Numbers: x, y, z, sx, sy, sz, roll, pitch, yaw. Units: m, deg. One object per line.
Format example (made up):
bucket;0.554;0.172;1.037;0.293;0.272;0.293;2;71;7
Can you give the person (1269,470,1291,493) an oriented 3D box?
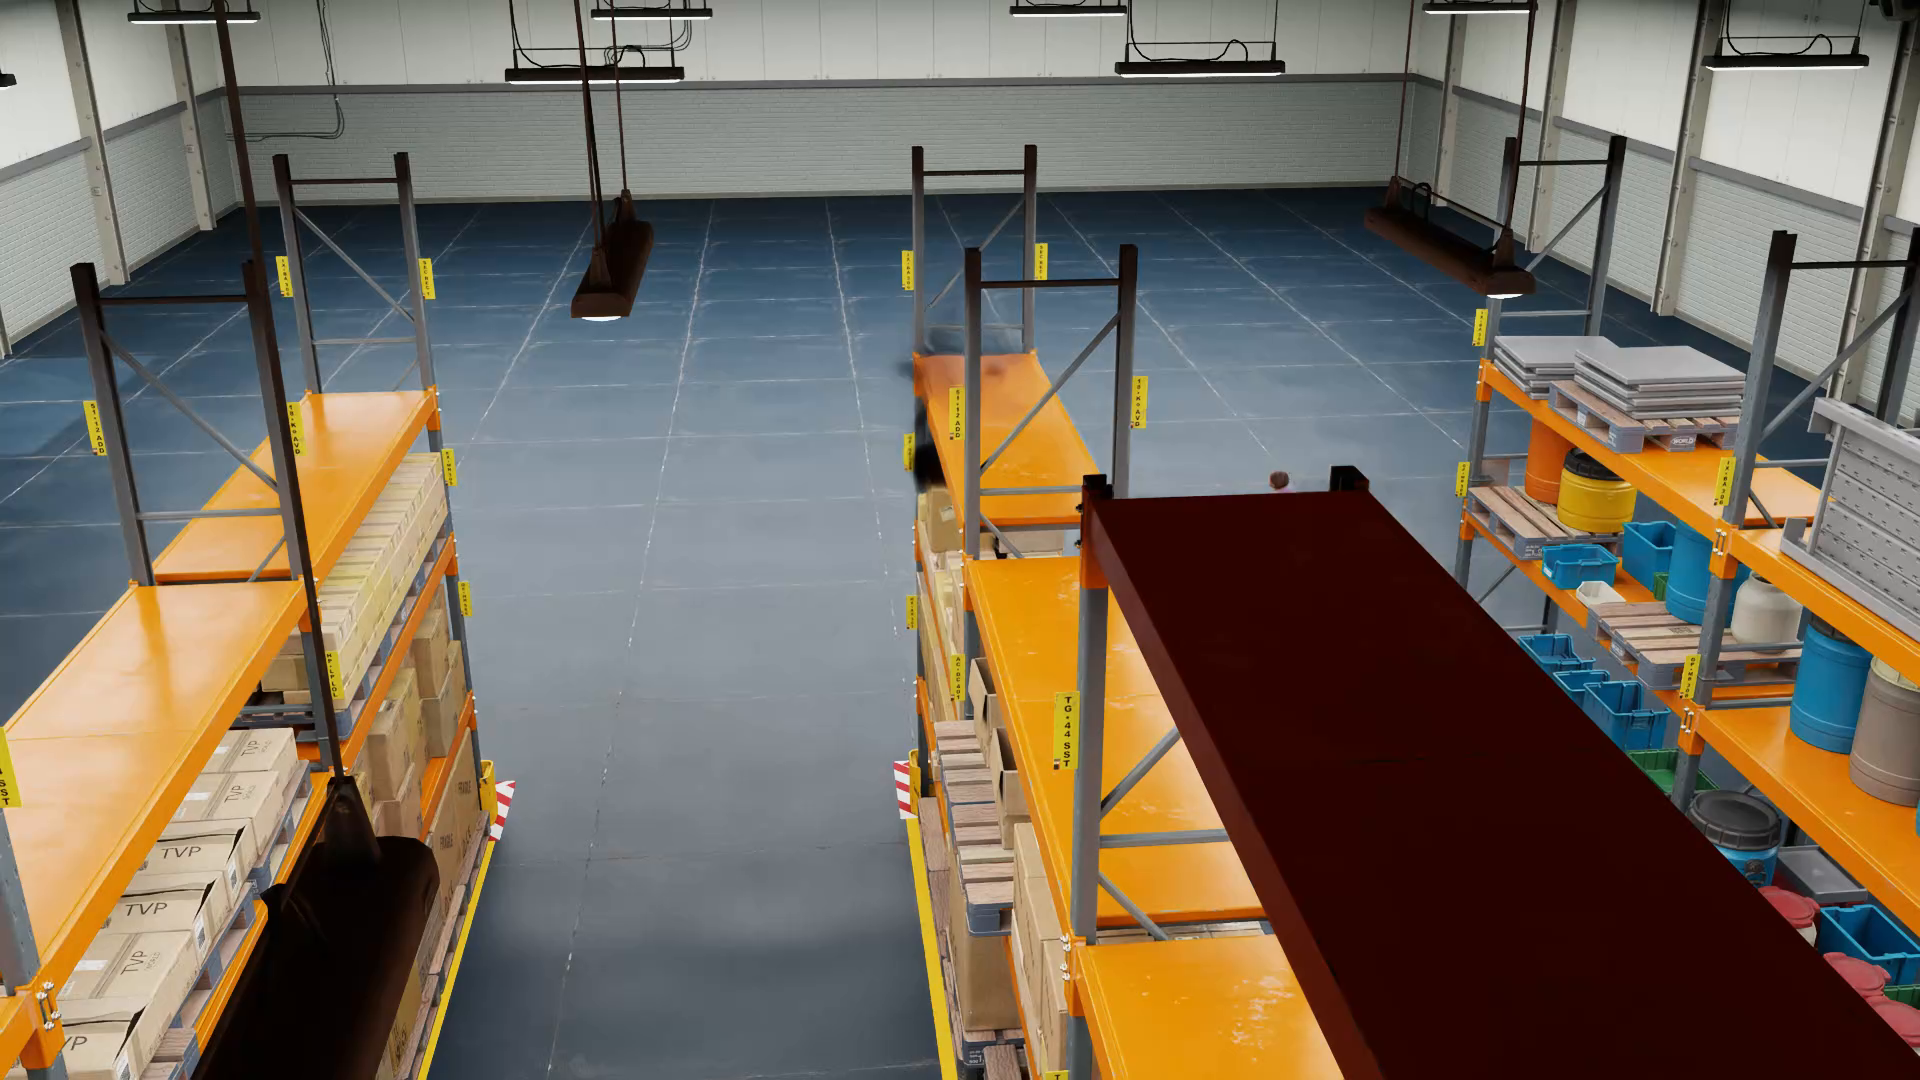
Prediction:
person;3.711;-0.076;19.614;0.876;1.586;0.509;7;23;17
